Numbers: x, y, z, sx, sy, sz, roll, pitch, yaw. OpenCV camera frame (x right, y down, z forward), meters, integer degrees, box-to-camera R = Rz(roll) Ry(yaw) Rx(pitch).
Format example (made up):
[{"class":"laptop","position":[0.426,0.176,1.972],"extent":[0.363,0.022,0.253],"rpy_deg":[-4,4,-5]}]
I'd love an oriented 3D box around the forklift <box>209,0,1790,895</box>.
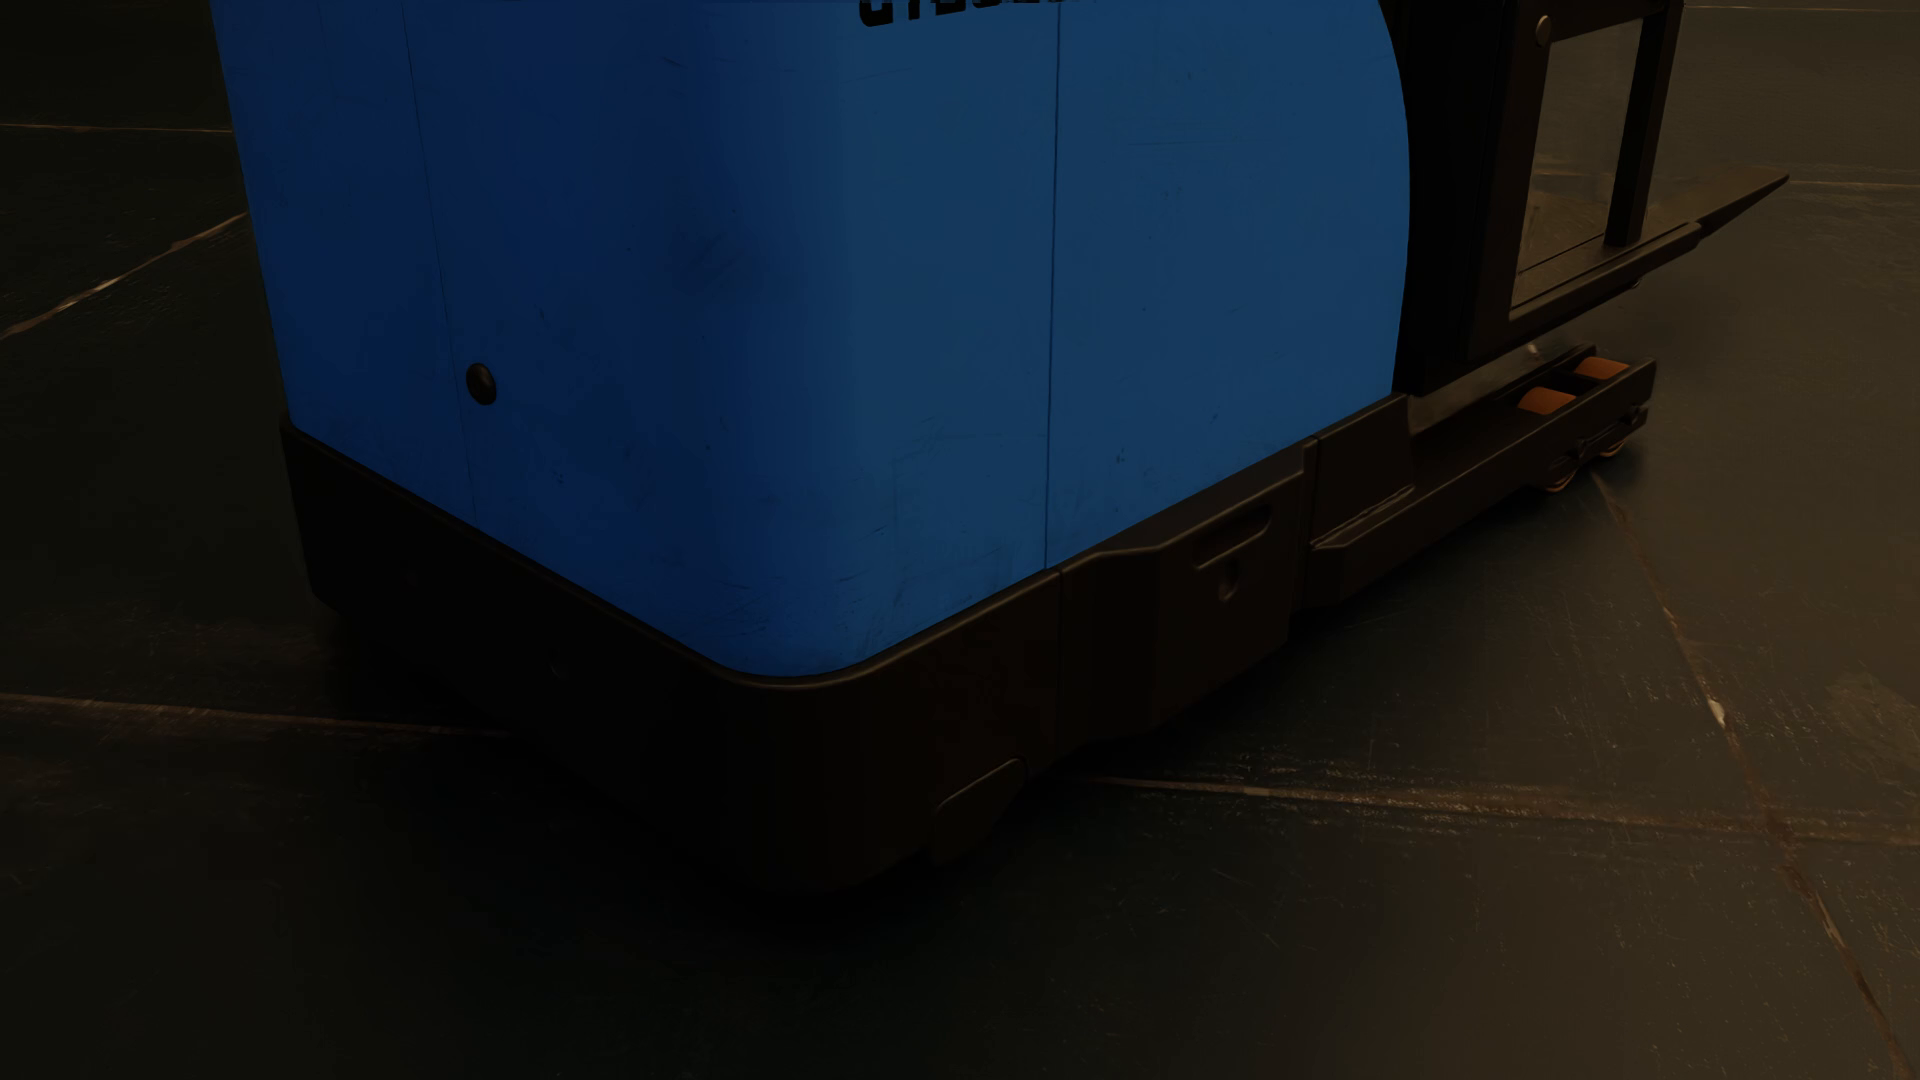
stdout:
[{"class":"forklift","position":[0.511,-1.527,2.279],"extent":[1.130,2.935,3.031],"rpy_deg":[23,35,38]}]
